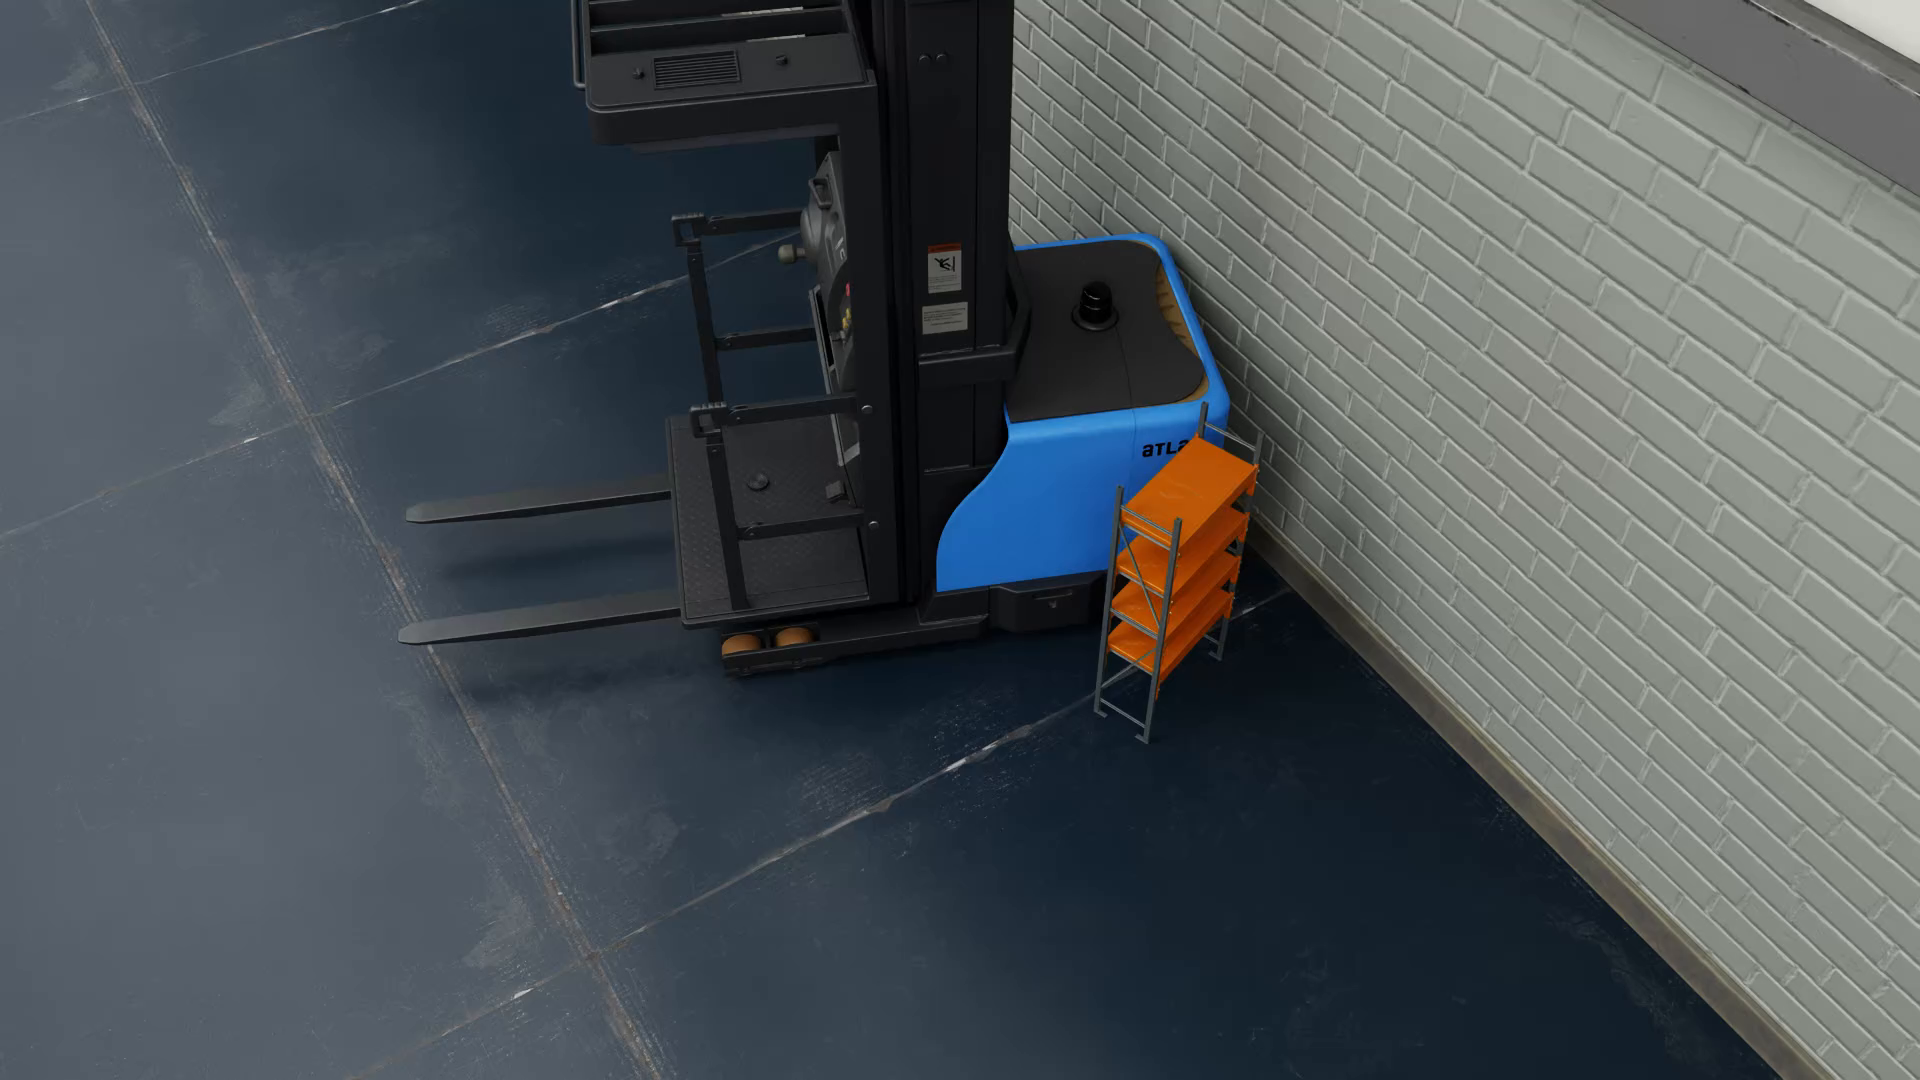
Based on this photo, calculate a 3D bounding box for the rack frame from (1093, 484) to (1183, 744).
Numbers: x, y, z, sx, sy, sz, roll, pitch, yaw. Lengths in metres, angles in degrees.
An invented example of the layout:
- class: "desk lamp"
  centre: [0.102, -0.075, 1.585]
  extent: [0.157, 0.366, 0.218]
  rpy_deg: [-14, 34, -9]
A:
- class: "rack frame"
  centre: [0.591, 0.283, 5.640]
  extent: [0.240, 1.200, 0.015]
  rpy_deg: [31, 55, 25]

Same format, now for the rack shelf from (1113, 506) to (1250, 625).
- class: "rack shelf"
  centre: [0.743, 0.037, 5.650]
  extent: [0.258, 0.148, 0.480]
  rpy_deg: [31, 55, 25]

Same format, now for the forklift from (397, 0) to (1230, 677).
- class: "forklift"
  centre: [-0.618, -0.894, 5.529]
  extent: [3.031, 2.935, 1.130]
  rpy_deg: [-7, 49, -7]

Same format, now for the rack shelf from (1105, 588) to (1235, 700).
- class: "rack shelf"
  centre: [0.743, 0.318, 5.965]
  extent: [0.258, 0.148, 0.480]
  rpy_deg: [31, 55, 25]

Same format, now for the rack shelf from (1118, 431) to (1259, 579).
- class: "rack shelf"
  centre: [0.743, -0.120, 5.473]
  extent: [0.258, 0.148, 0.480]
  rpy_deg: [31, 55, 25]

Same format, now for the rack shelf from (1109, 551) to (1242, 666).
- class: "rack shelf"
  centre: [0.743, 0.186, 5.817]
  extent: [0.258, 0.148, 0.480]
  rpy_deg: [31, 55, 25]

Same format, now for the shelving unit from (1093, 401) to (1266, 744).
- class: "shelving unit"
  centre: [0.743, 0.141, 5.766]
  extent: [0.258, 1.200, 0.503]
  rpy_deg: [31, 55, 25]

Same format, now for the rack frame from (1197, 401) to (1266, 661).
- class: "rack frame"
  centre: [0.895, -0.001, 5.893]
  extent: [0.240, 1.200, 0.015]
  rpy_deg: [31, 55, 25]
